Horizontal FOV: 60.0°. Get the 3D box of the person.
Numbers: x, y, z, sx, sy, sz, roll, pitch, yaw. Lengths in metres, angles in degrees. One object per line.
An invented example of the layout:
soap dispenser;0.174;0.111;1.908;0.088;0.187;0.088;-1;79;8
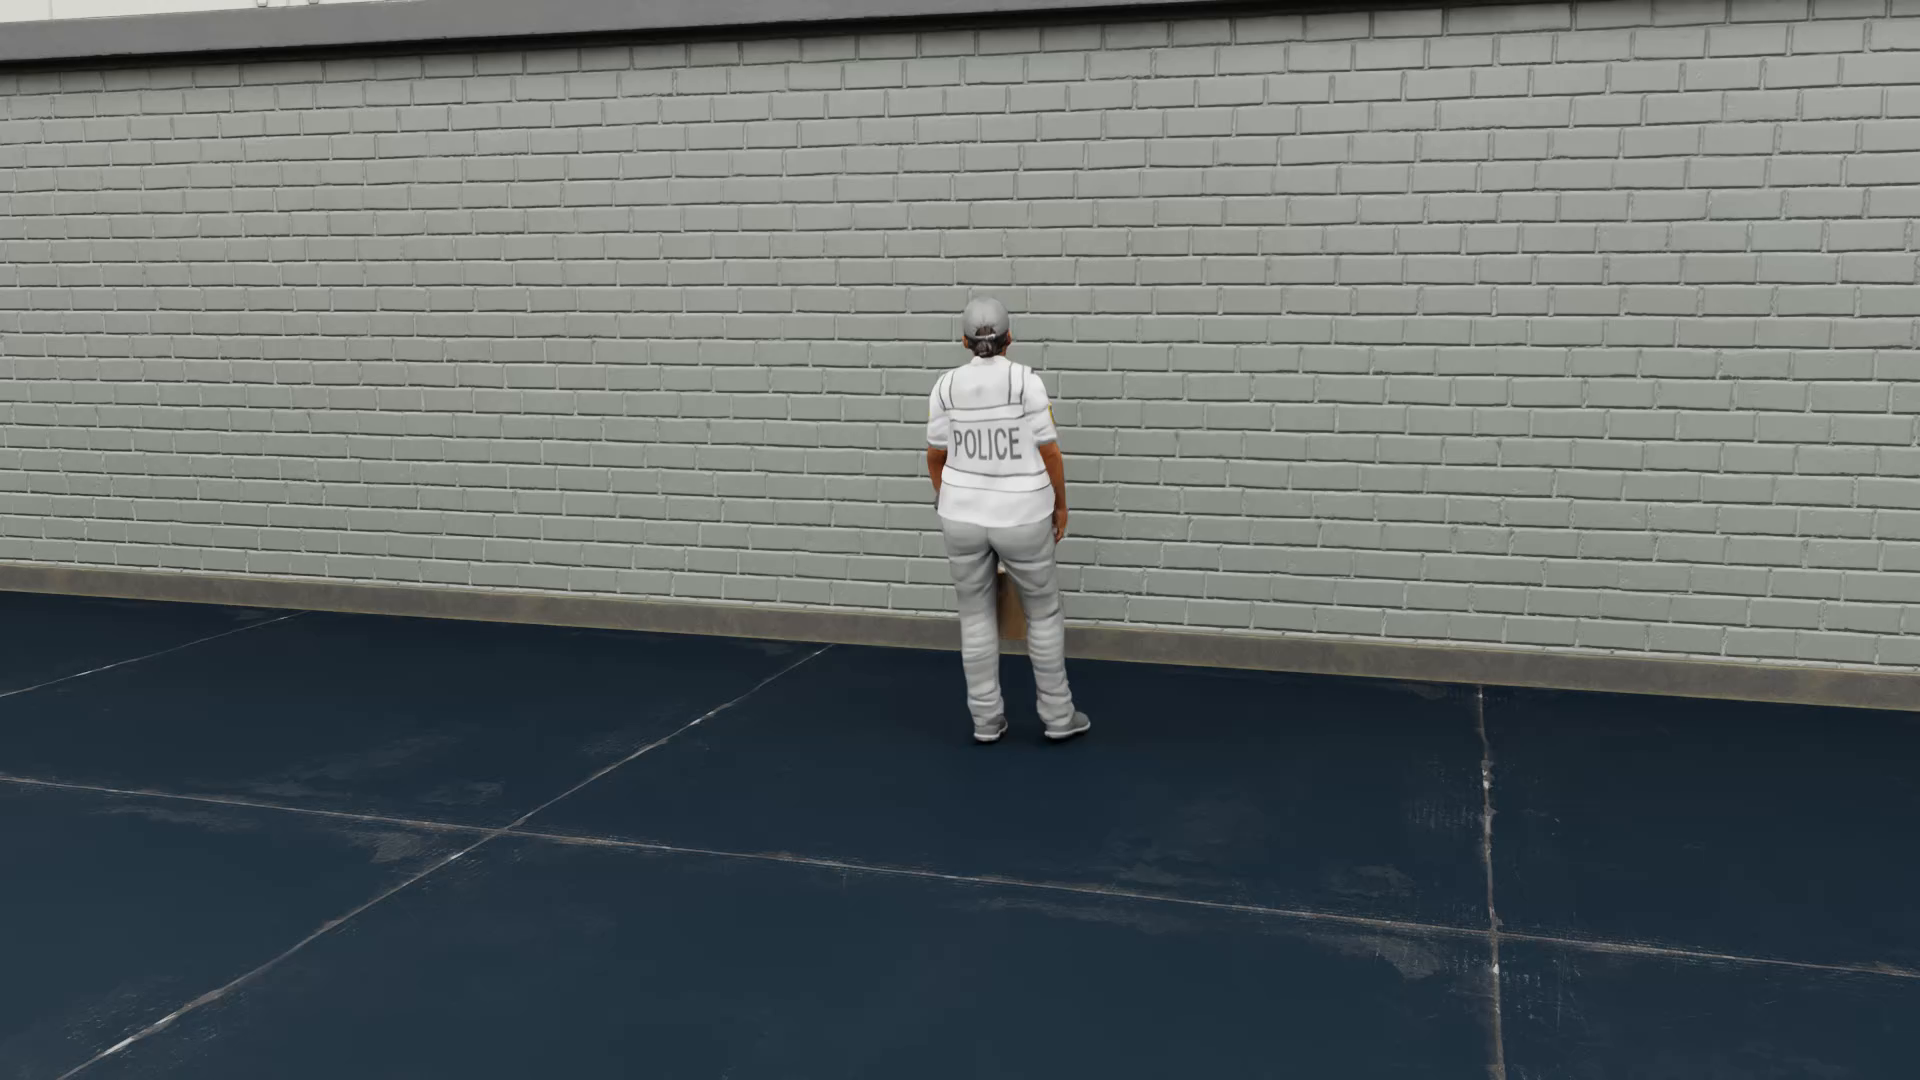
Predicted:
person;0.180;-0.073;6.256;0.575;1.670;0.523;2;9;16
